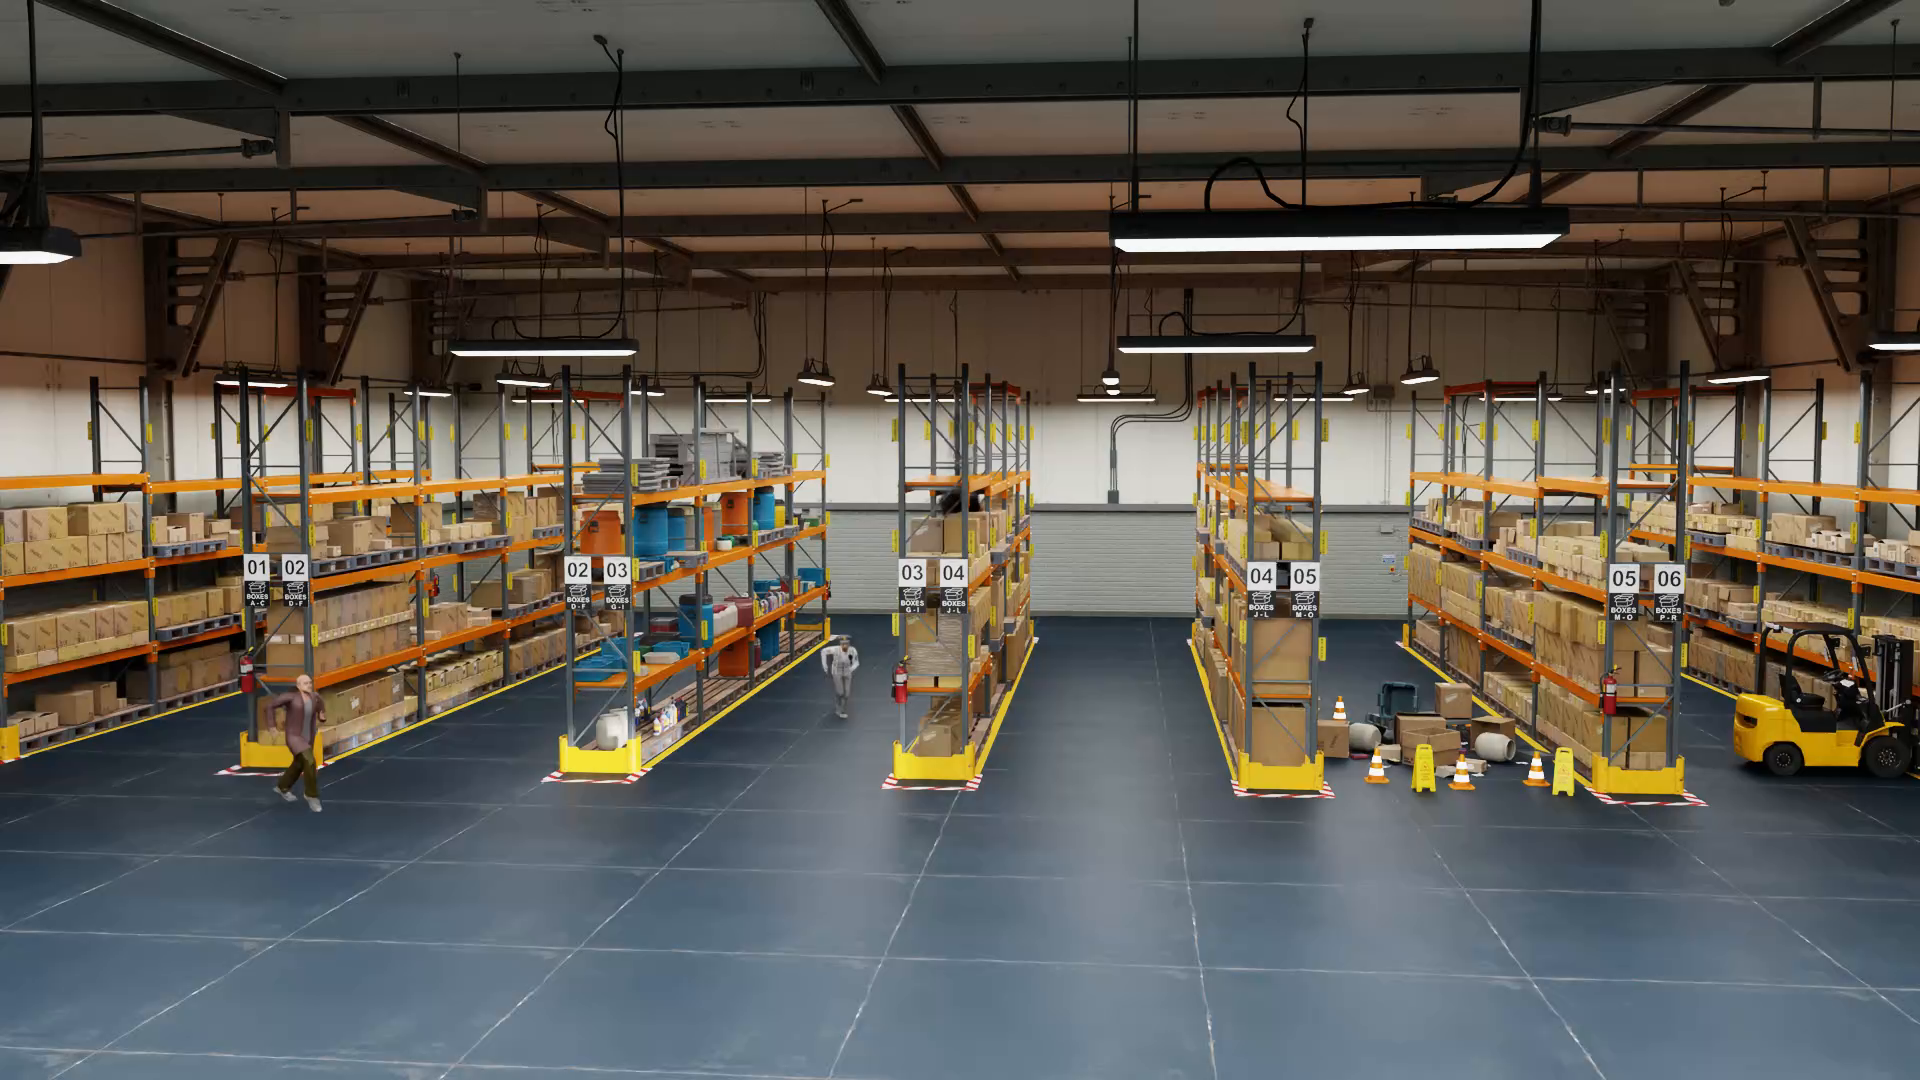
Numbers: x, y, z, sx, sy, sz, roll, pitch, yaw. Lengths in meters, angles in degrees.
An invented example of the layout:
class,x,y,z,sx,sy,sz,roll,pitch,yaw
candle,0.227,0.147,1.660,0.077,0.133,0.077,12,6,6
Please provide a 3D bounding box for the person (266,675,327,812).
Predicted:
class,x,y,z,sx,sy,sz,roll,pitch,yaw
person,-8.852,2.701,22.215,0.939,1.830,0.740,2,4,30

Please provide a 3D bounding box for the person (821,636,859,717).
class,x,y,z,sx,sy,sz,roll,pitch,yaw
person,-2.096,2.392,29.071,0.645,1.496,0.819,-1,4,-15
